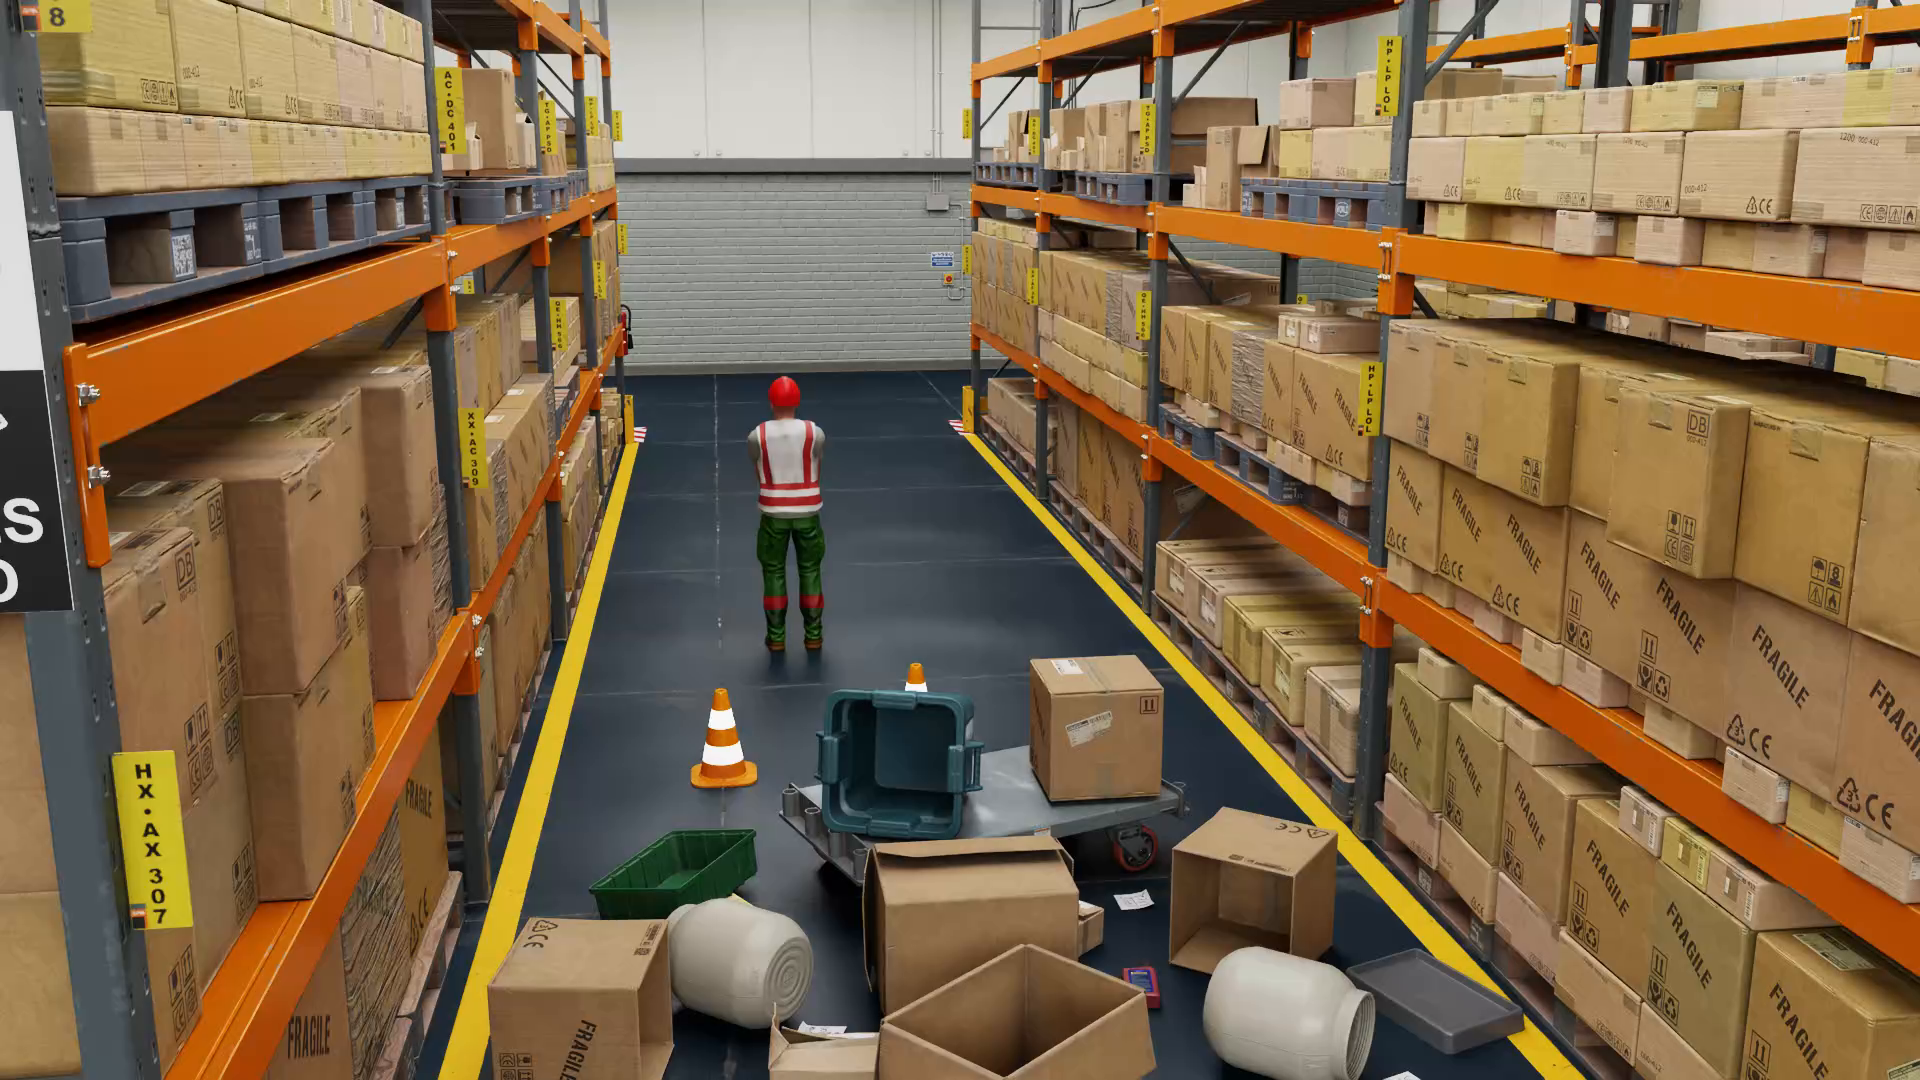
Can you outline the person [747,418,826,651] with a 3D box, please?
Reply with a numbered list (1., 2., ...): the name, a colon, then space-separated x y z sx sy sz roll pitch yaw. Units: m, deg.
1. person: -1.116 -0.069 10.806 0.494 1.529 0.561 -2 13 -7
